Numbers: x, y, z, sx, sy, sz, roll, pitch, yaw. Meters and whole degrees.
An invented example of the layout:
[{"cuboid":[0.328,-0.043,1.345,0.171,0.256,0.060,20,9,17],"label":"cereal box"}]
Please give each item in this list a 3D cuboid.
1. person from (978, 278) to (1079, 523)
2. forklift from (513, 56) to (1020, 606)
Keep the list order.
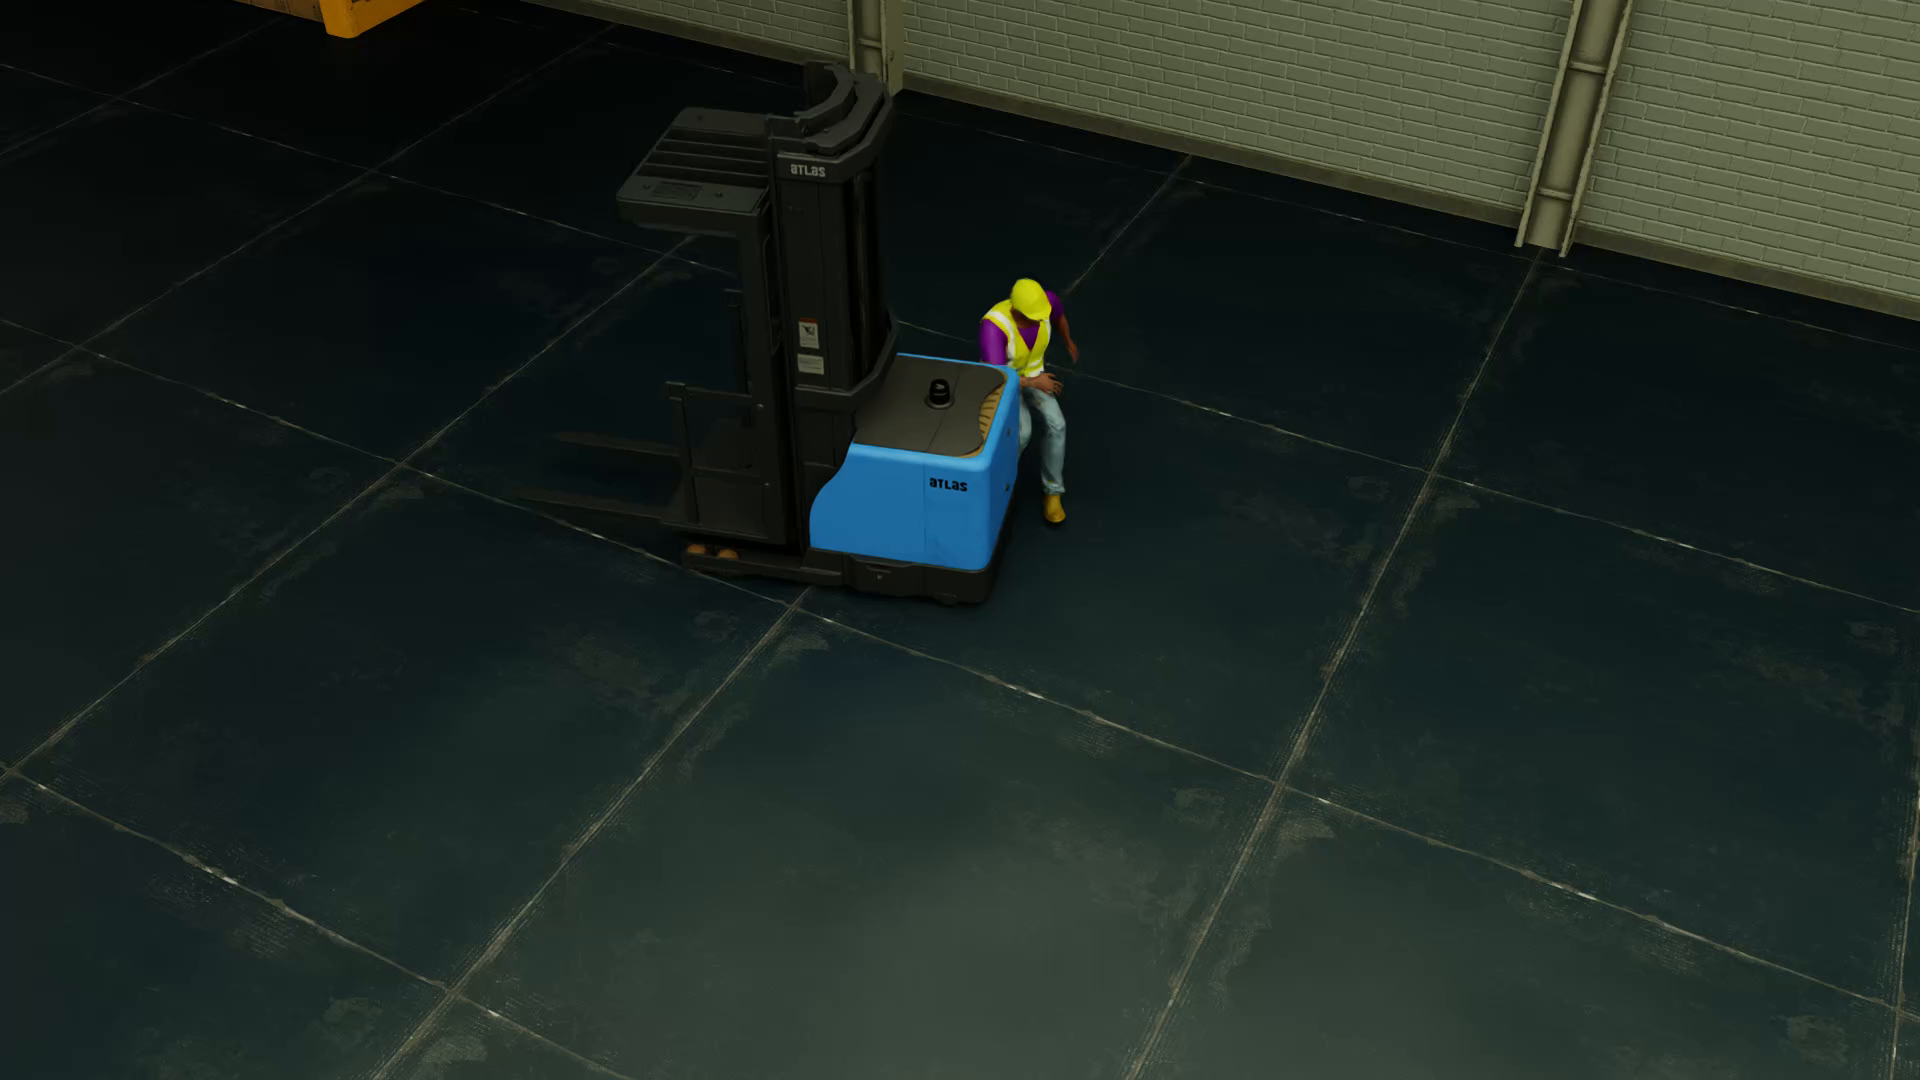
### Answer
[{"cuboid":[0.533,-0.933,10.275,0.937,1.525,0.929,-23,45,-25],"label":"person"},{"cuboid":[-1.205,-1.226,9.442,3.031,2.935,1.130,8,41,10],"label":"forklift"}]
